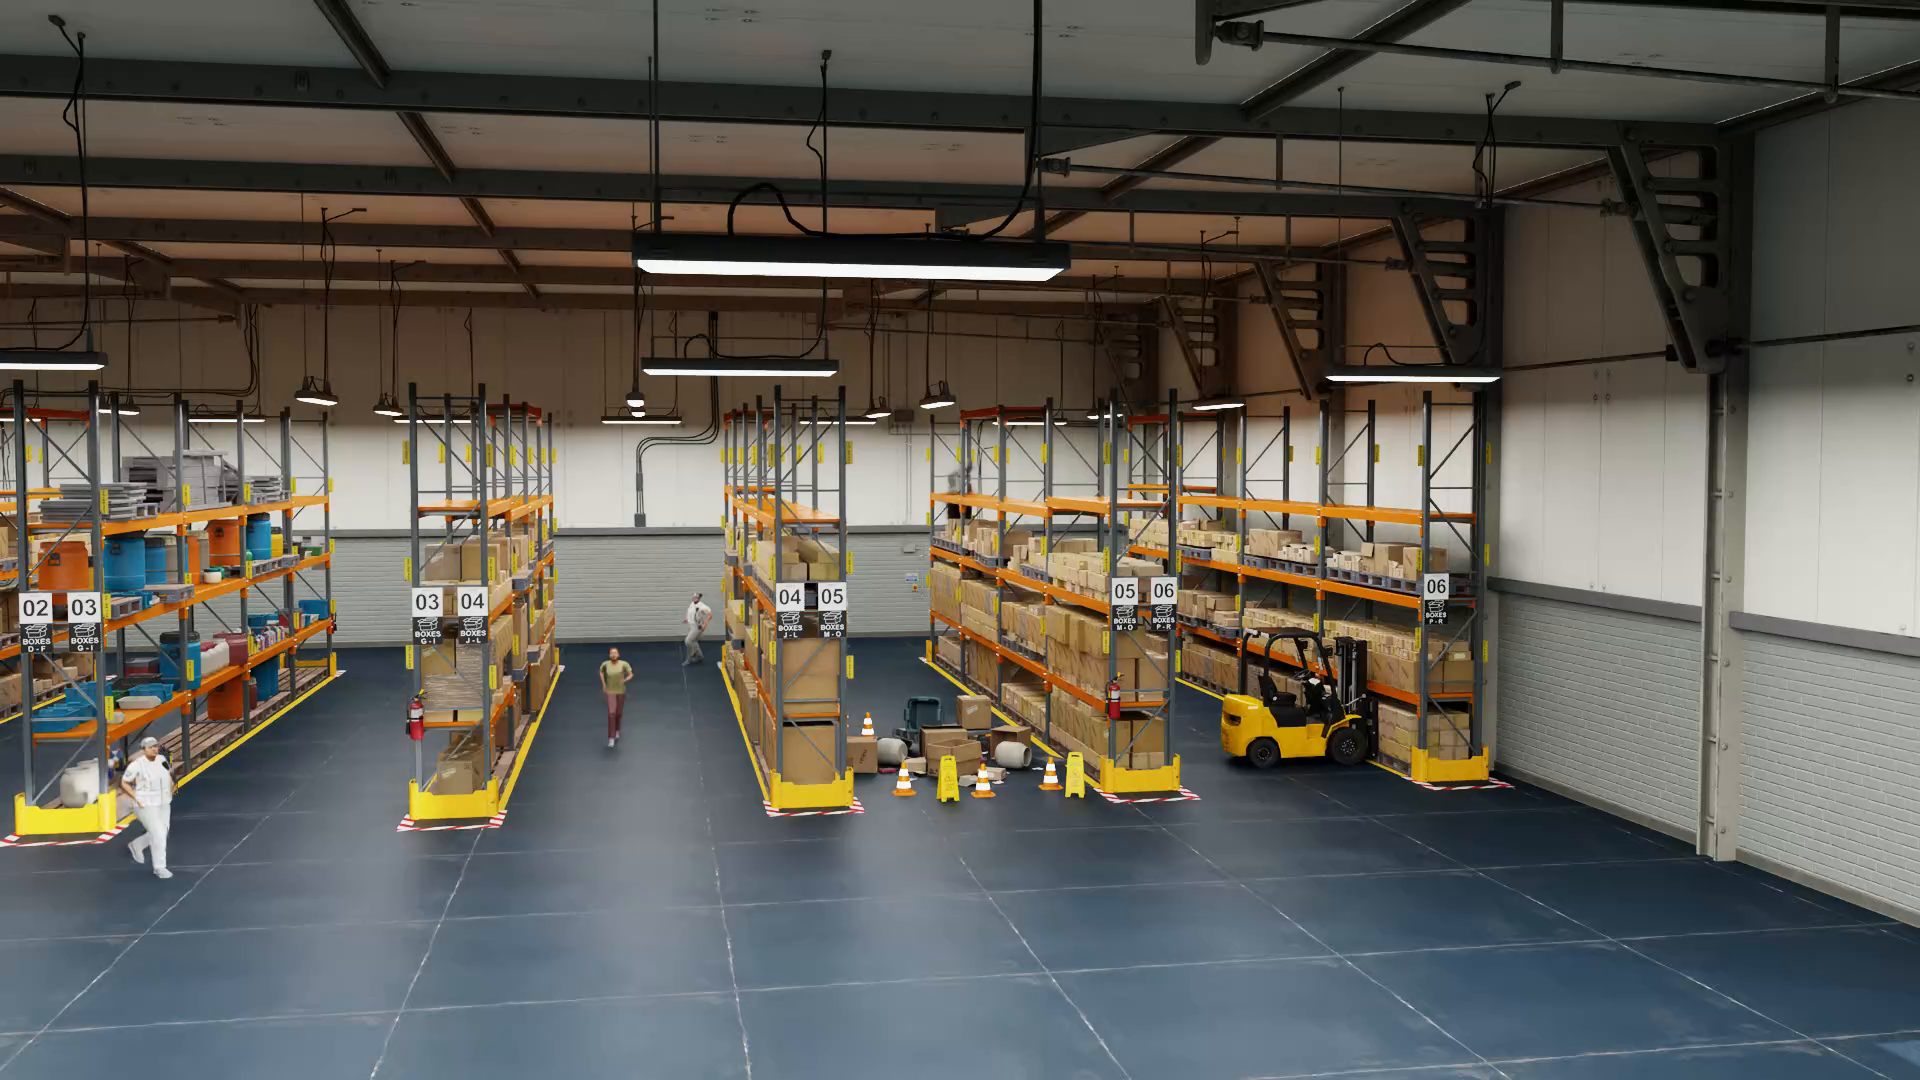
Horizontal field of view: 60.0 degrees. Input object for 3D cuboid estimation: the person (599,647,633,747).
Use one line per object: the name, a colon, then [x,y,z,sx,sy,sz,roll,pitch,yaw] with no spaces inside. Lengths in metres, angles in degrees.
person: [-5.980,2.696,28.963,0.569,1.713,0.799,-1,3,-15]

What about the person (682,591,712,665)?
person: [-6.330,2.126,39.922,0.698,1.809,0.739,-3,4,-44]

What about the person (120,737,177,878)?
person: [-9.698,3.179,19.920,0.776,1.669,0.601,1,3,27]
